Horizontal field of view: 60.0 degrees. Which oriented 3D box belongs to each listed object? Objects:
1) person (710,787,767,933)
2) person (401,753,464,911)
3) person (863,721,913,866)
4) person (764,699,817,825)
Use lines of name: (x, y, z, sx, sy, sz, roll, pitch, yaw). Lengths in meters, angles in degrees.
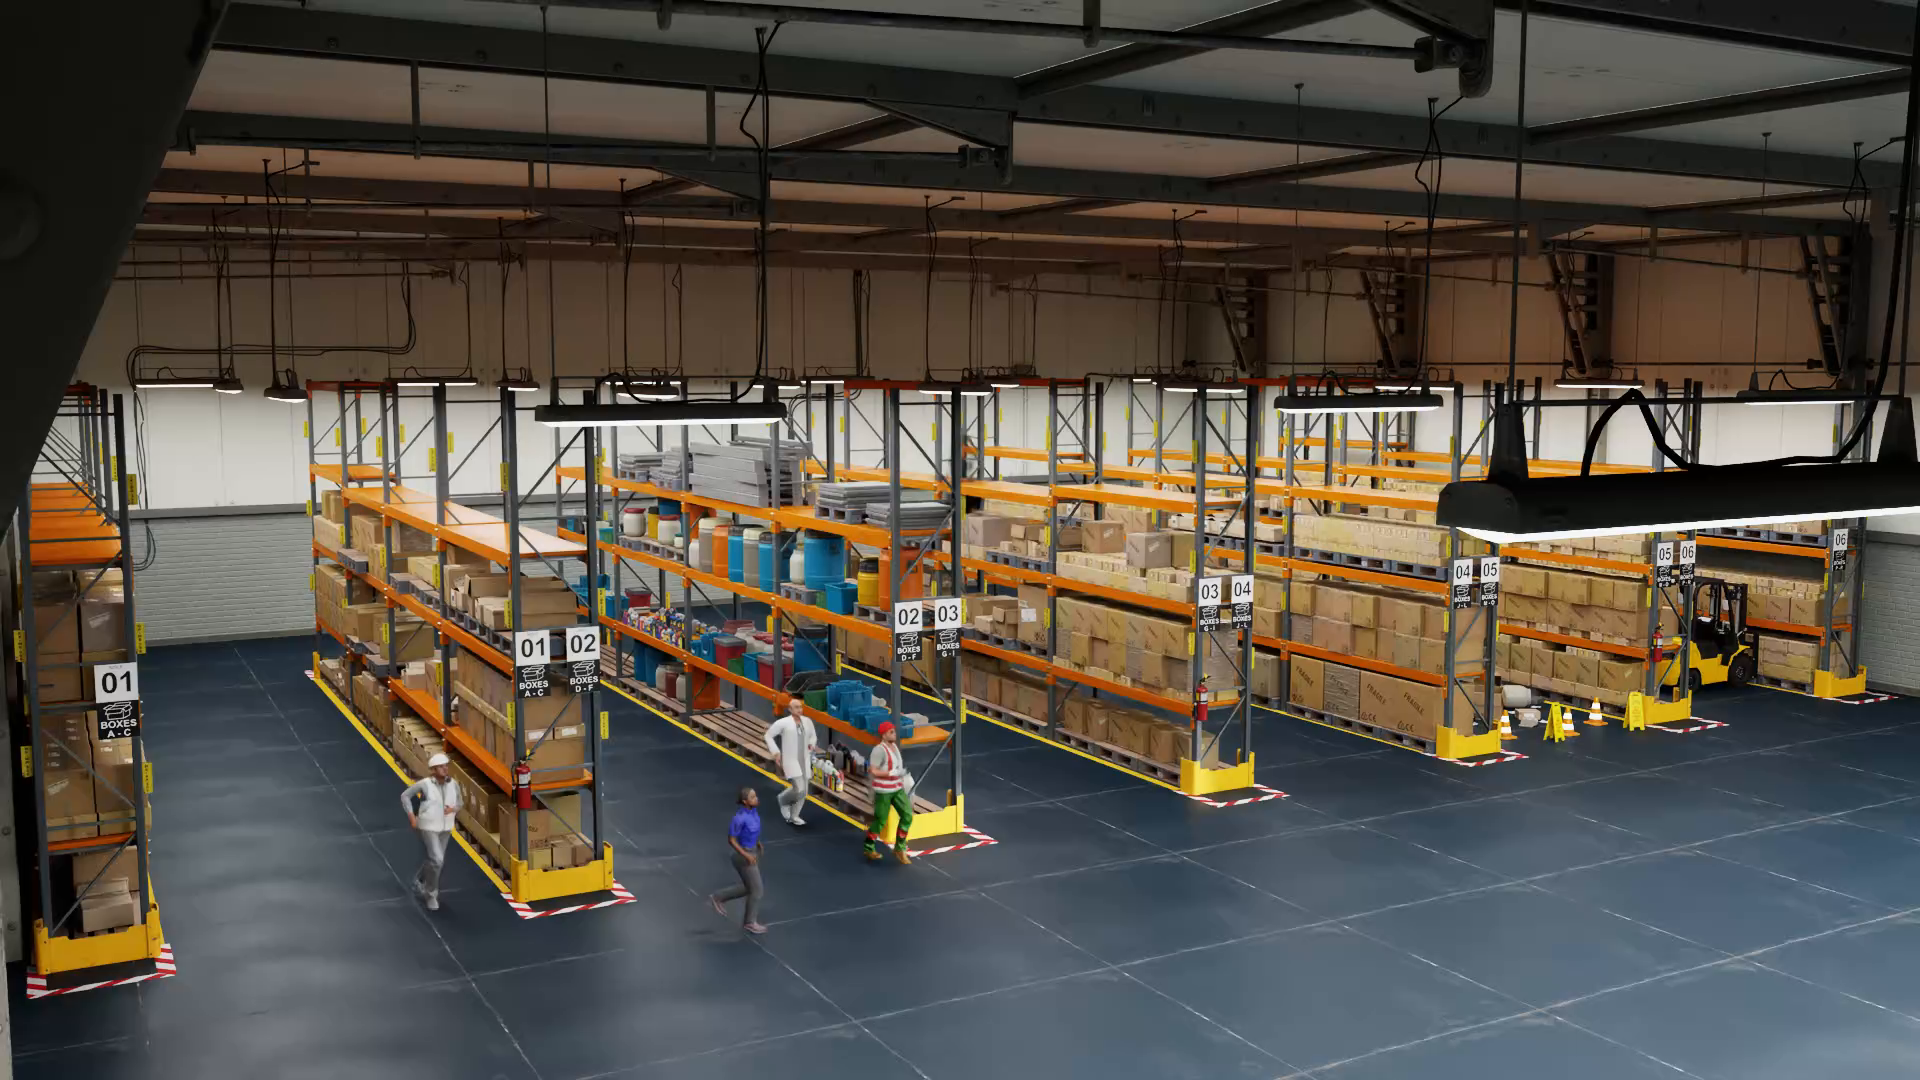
person: (-2.487, 3.558, 18.580, 0.681, 1.651, 0.554, 1, 6, 10)
person: (-6.173, 3.413, 19.558, 0.714, 1.822, 0.642, 5, 8, 38)
person: (-0.909, 3.203, 21.049, 0.671, 1.833, 0.654, 4, 7, 34)
person: (-2.232, 3.047, 22.760, 0.714, 1.736, 0.616, -5, 8, -40)
